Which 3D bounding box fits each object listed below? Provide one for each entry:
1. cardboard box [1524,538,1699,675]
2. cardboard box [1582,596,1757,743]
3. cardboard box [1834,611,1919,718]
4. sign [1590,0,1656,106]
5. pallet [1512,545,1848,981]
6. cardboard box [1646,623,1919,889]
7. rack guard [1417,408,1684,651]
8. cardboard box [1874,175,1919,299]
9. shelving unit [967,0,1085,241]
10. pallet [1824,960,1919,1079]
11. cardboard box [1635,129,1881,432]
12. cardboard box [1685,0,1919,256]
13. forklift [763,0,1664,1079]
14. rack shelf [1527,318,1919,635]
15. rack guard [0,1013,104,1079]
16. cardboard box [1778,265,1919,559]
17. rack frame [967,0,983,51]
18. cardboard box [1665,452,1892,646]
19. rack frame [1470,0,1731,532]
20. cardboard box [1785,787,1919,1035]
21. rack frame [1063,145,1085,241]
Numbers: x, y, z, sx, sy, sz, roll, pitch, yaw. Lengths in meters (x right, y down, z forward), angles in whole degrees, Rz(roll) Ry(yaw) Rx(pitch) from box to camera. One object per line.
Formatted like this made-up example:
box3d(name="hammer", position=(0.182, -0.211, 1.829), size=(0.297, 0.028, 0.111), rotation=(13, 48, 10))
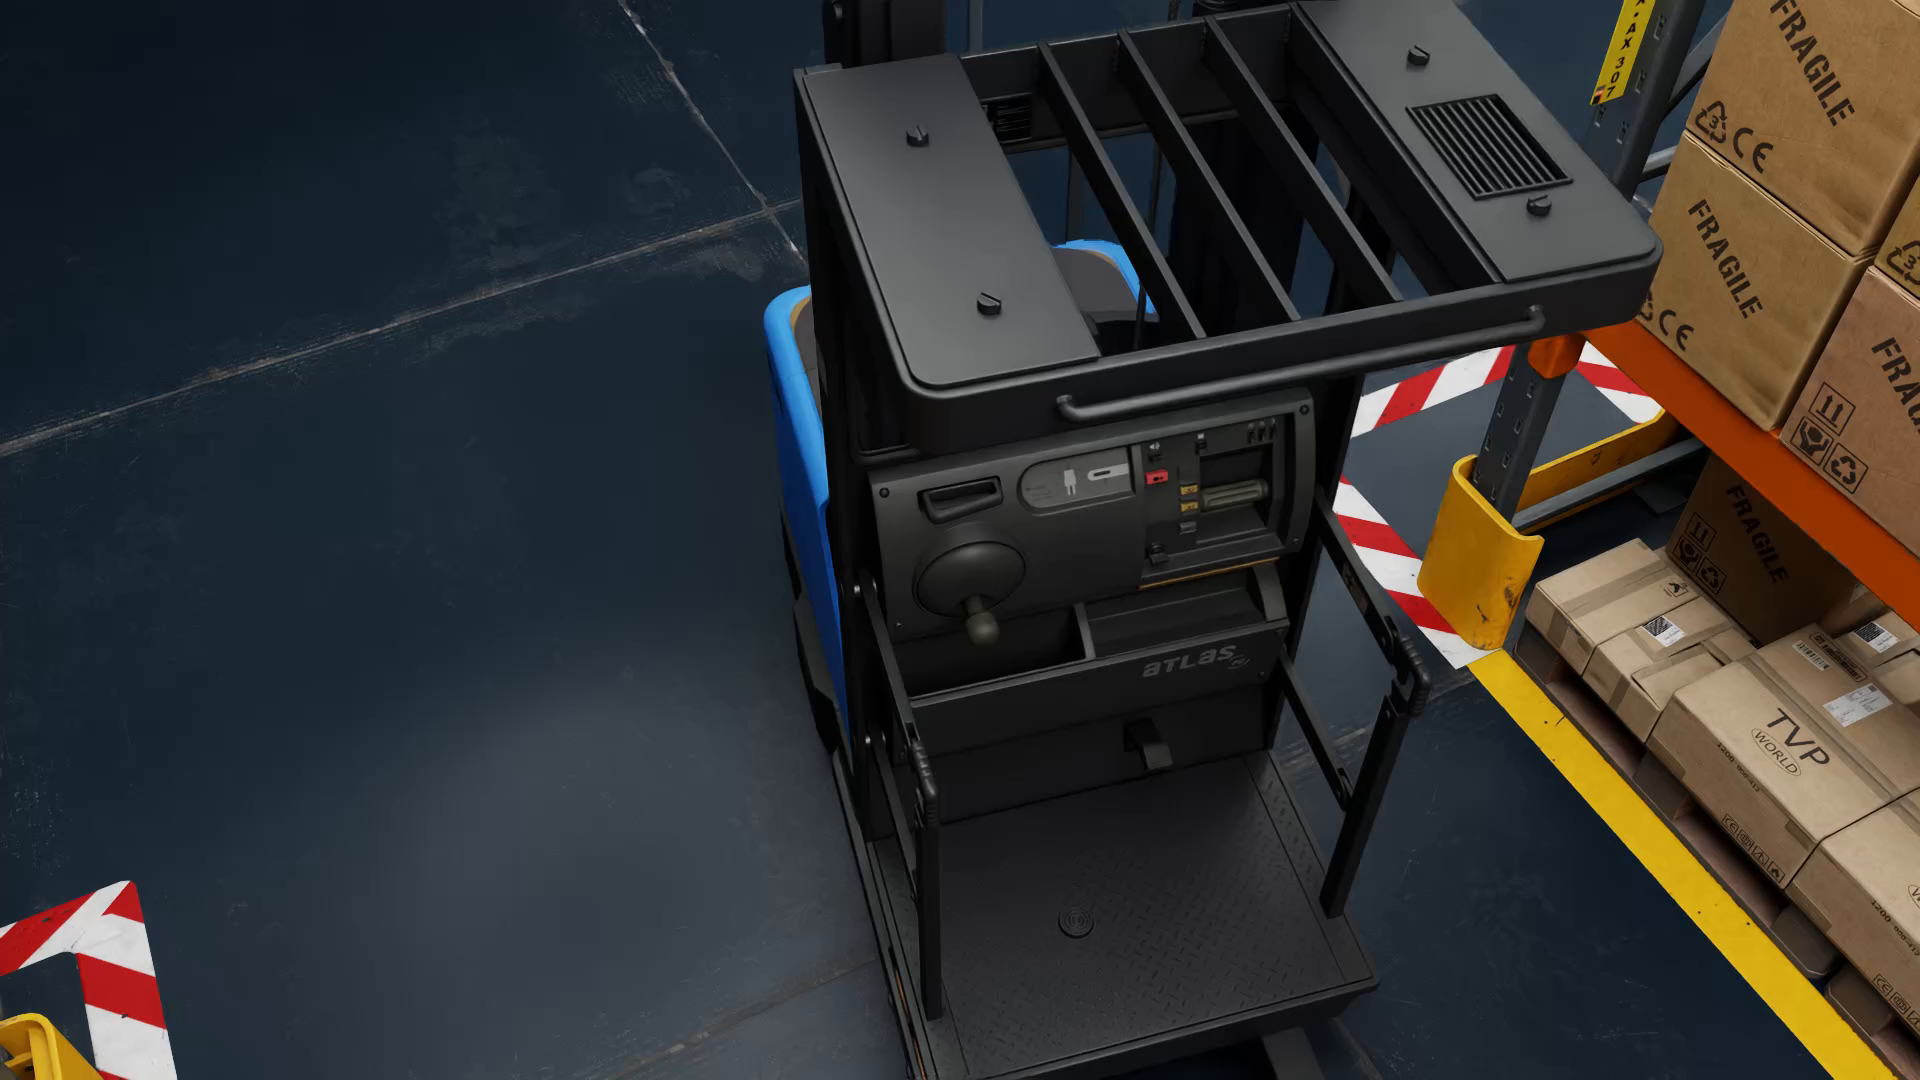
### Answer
box3d(name="cardboard box", position=(1.836, 0.185, 4.697), size=(0.380, 0.149, 0.250), rotation=(-21, 52, -18))
box3d(name="cardboard box", position=(1.951, 0.347, 4.544), size=(0.380, 0.166, 0.250), rotation=(-21, 52, -18))
box3d(name="cardboard box", position=(2.523, 0.362, 4.531), size=(0.380, 0.166, 0.250), rotation=(-21, 52, -18))
box3d(name="sign", position=(1.468, -1.105, 3.649), size=(0.100, 0.325, 0.005), rotation=(-21, 52, -18))
box3d(name="pallet", position=(2.351, 0.495, 4.677), size=(1.003, 0.211, 1.213), rotation=(-21, 52, -18))
box3d(name="cardboard box", position=(2.176, 0.550, 4.311), size=(0.500, 0.250, 0.500), rotation=(-21, 52, -18))
box3d(name="rack guard", position=(1.985, -0.133, 5.034), size=(1.175, 0.500, 0.348), rotation=(-21, 52, -18))
box3d(name="cardboard box", position=(2.165, -0.634, 3.081), size=(0.500, 0.500, 0.500), rotation=(-21, 52, -17))
box3d(name="shelving unit", position=(-0.042, -0.991, 5.120), size=(0.538, 1.500, 1.048), rotation=(-12, 50, -10))
box3d(name="pallet", position=(2.905, 1.311, 3.964), size=(1.003, 0.211, 1.213), rotation=(-21, 52, -18))
box3d(name="cardboard box", position=(1.919, -0.652, 3.761), size=(0.500, 0.500, 0.500), rotation=(-20, 52, -17))
box3d(name="cardboard box", position=(1.919, -0.981, 3.385), size=(0.500, 0.500, 0.500), rotation=(-20, 52, -16))
box3d(name="forklift", position=(0.341, 0.061, 3.249), size=(1.130, 2.935, 3.031), rotation=(-12, 50, -10))
box3d(name="rack shelf", position=(2.866, 0.568, 3.238), size=(1.077, 0.370, 4.000), rotation=(-21, 52, -18))
box3d(name="rack guard", position=(-2.464, 1.509, 3.598), size=(1.175, 0.500, 0.348), rotation=(-21, 52, -18))
box3d(name="cardboard box", position=(2.160, -0.309, 3.461), size=(0.500, 0.500, 0.500), rotation=(-22, 52, -18))
box3d(name="rack frame", position=(-0.175, -1.360, 5.443), size=(0.500, 1.500, 0.032), rotation=(-12, 50, -10))
box3d(name="cardboard box", position=(2.418, -0.050, 4.669), size=(0.500, 0.500, 0.500), rotation=(-21, 52, -18))
box3d(name="rack frame", position=(1.950, -1.007, 4.138), size=(1.000, 3.000, 0.127), rotation=(-21, 52, -18))
box3d(name="cardboard box", position=(2.405, 0.884, 4.018), size=(0.500, 0.250, 0.500), rotation=(-21, 52, -18))
box3d(name="rack frame", position=(0.091, -0.621, 4.797), size=(0.500, 1.500, 0.032), rotation=(-12, 50, -10))
